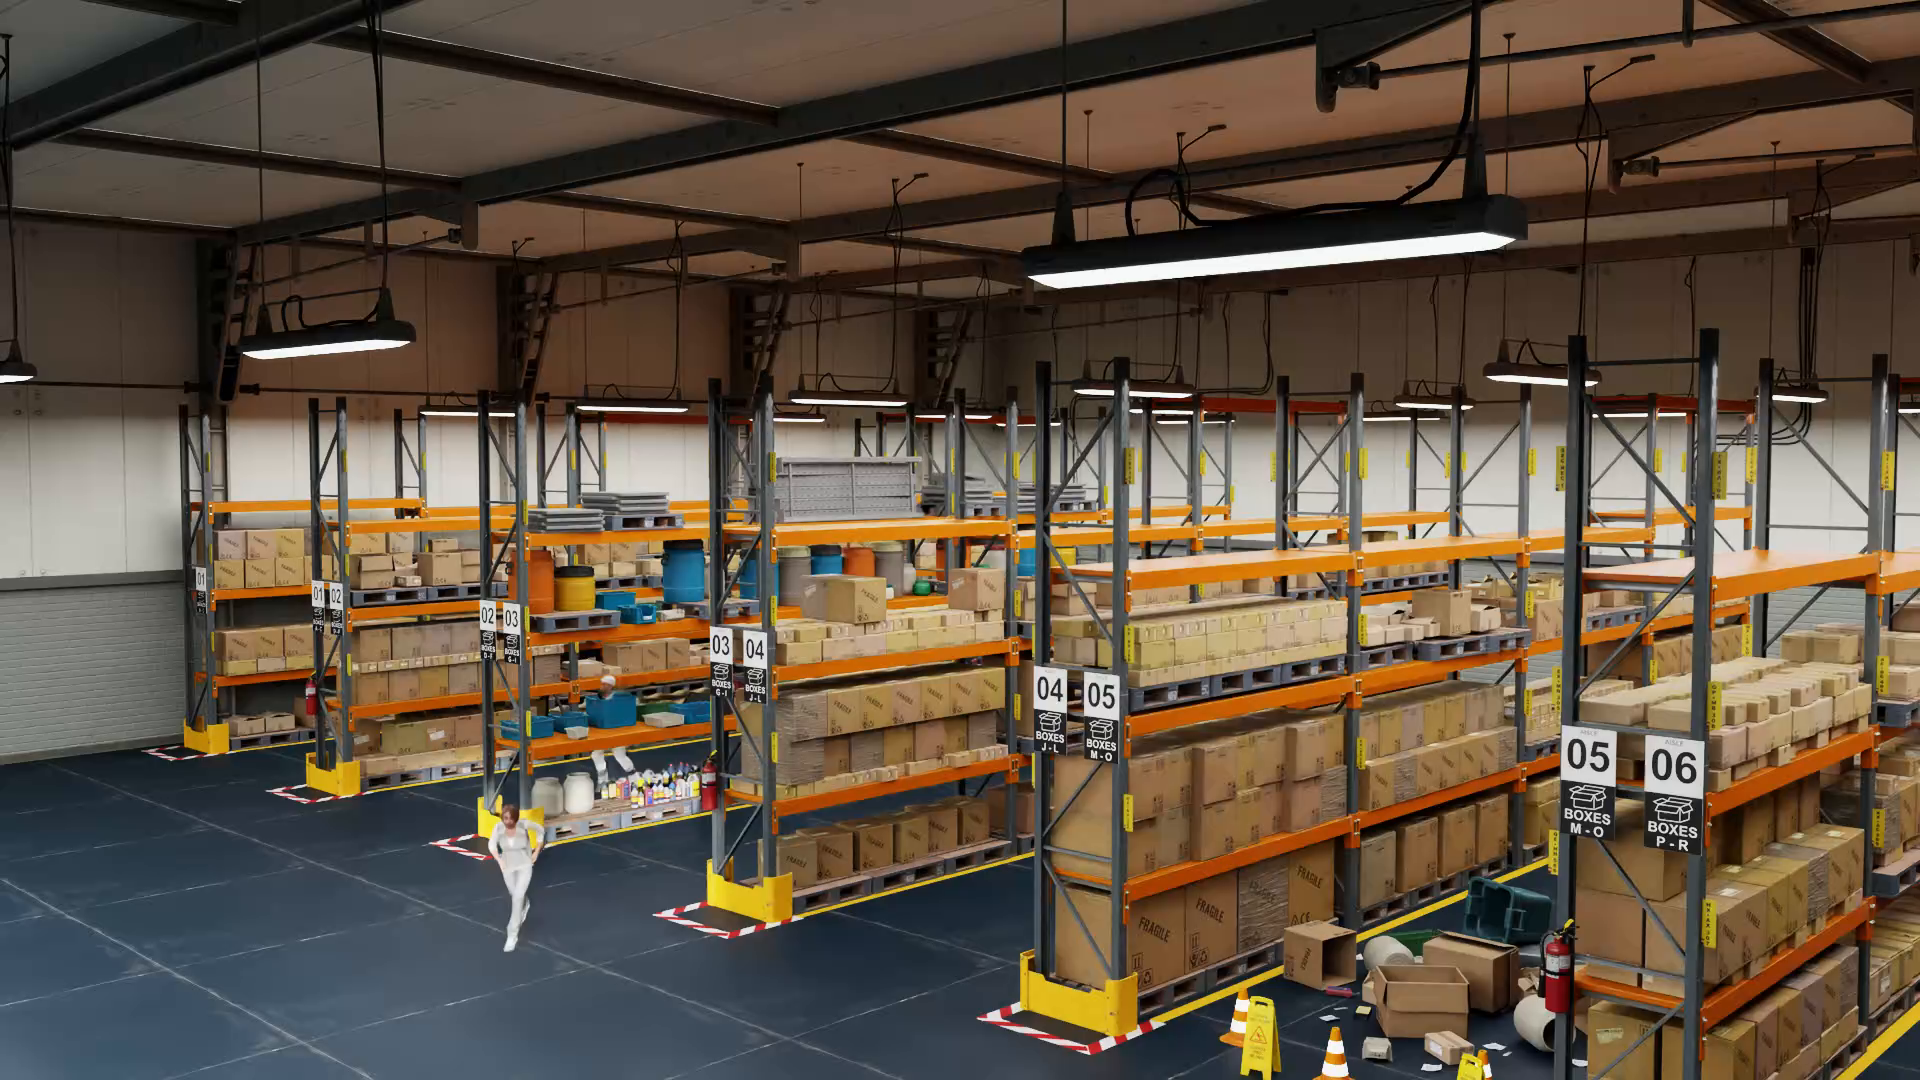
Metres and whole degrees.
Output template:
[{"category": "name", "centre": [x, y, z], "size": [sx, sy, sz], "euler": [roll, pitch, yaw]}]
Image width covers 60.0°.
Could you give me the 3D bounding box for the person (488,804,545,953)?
[{"category": "person", "centre": [-4.677, 3.494, 17.612], "size": [0.576, 1.546, 0.920], "euler": [0, 3, -7]}]

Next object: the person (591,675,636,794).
[{"category": "person", "centre": [-5.256, 2.953, 25.234], "size": [0.824, 1.817, 0.615], "euler": [-3, 4, -40]}]
